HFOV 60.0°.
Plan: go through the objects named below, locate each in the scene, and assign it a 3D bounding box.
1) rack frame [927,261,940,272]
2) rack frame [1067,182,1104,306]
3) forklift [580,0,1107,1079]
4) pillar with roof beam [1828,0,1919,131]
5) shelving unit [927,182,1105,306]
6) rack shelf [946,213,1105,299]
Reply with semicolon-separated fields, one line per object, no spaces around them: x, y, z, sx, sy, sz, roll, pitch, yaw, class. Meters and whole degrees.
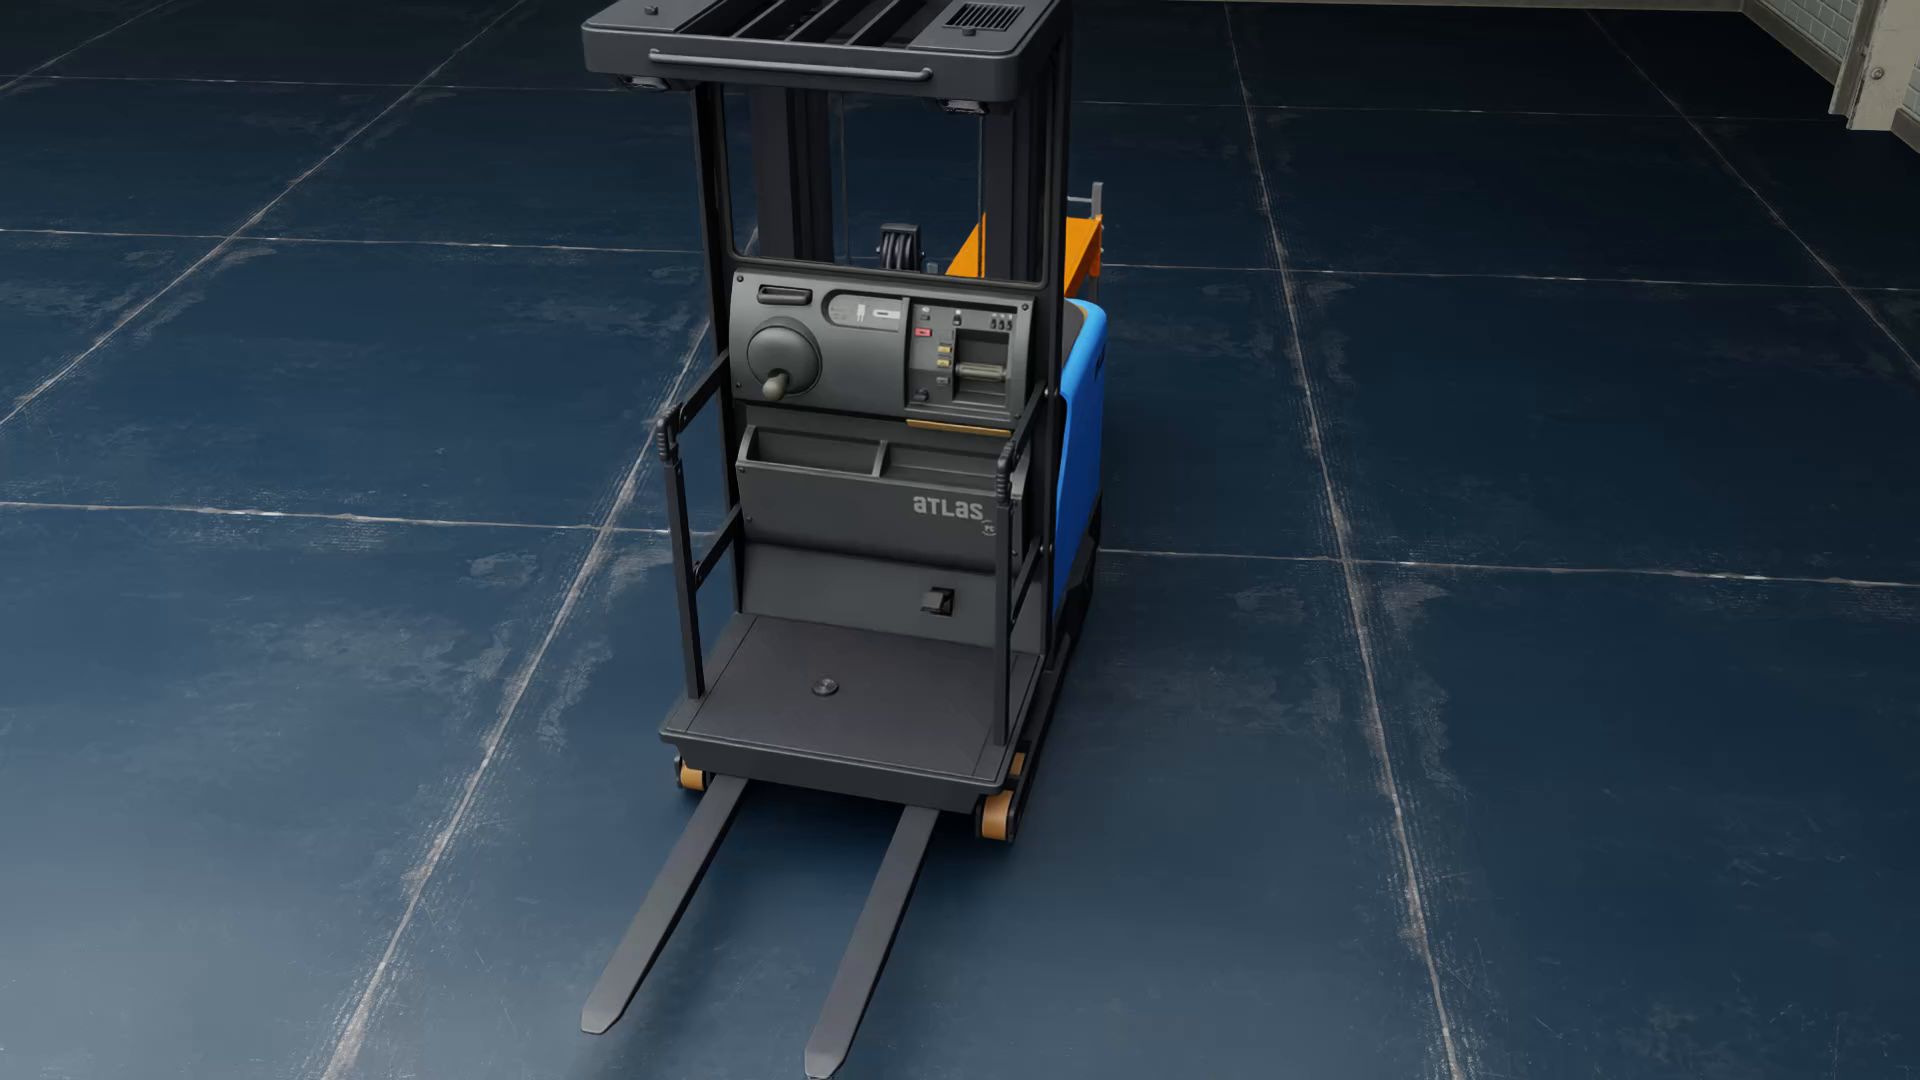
0.122;-0.546;6.563;0.500;1.125;0.032;7;32;12;rack frame
0.364;-1.064;7.404;0.500;1.125;0.032;7;32;12;rack frame
-0.293;-0.526;4.810;1.130;2.935;3.031;7;32;12;forklift
1.897;-6.892;9.357;9.100;9.000;0.400;2;32;4;pillar with roof beam
0.243;-0.805;6.984;0.538;1.125;1.048;7;32;12;shelving unit
0.243;-1.054;6.830;0.538;0.278;1.000;7;32;12;rack shelf
